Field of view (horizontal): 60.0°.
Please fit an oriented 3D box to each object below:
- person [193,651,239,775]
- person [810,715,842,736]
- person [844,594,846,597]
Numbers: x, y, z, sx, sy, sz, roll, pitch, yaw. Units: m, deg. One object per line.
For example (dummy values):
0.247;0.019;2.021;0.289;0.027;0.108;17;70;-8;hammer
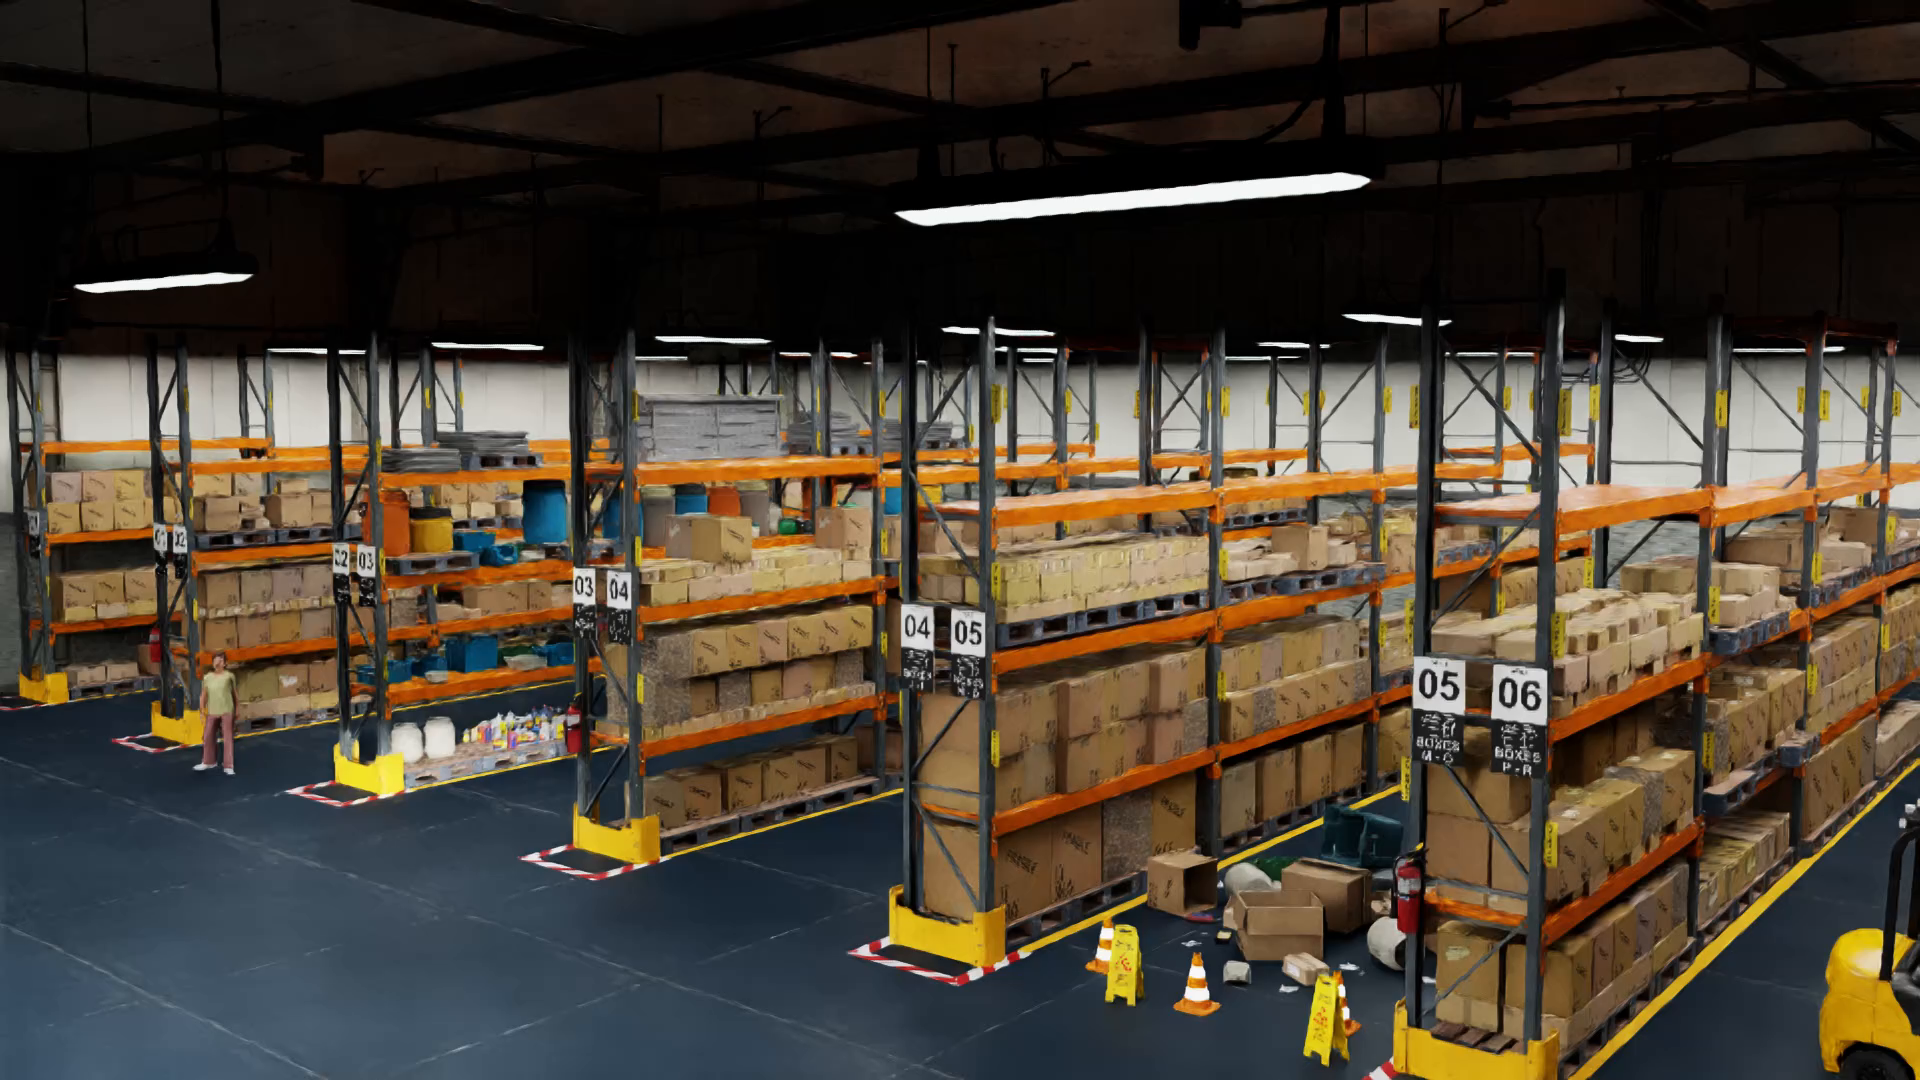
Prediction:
-10.079;2.322;22.440;0.636;1.667;0.449;0;5;-5;person
-1.868;2.234;23.192;0.719;1.714;0.578;4;7;38;person
-3.058;0.724;40.067;0.554;1.666;1.036;4;7;38;person
